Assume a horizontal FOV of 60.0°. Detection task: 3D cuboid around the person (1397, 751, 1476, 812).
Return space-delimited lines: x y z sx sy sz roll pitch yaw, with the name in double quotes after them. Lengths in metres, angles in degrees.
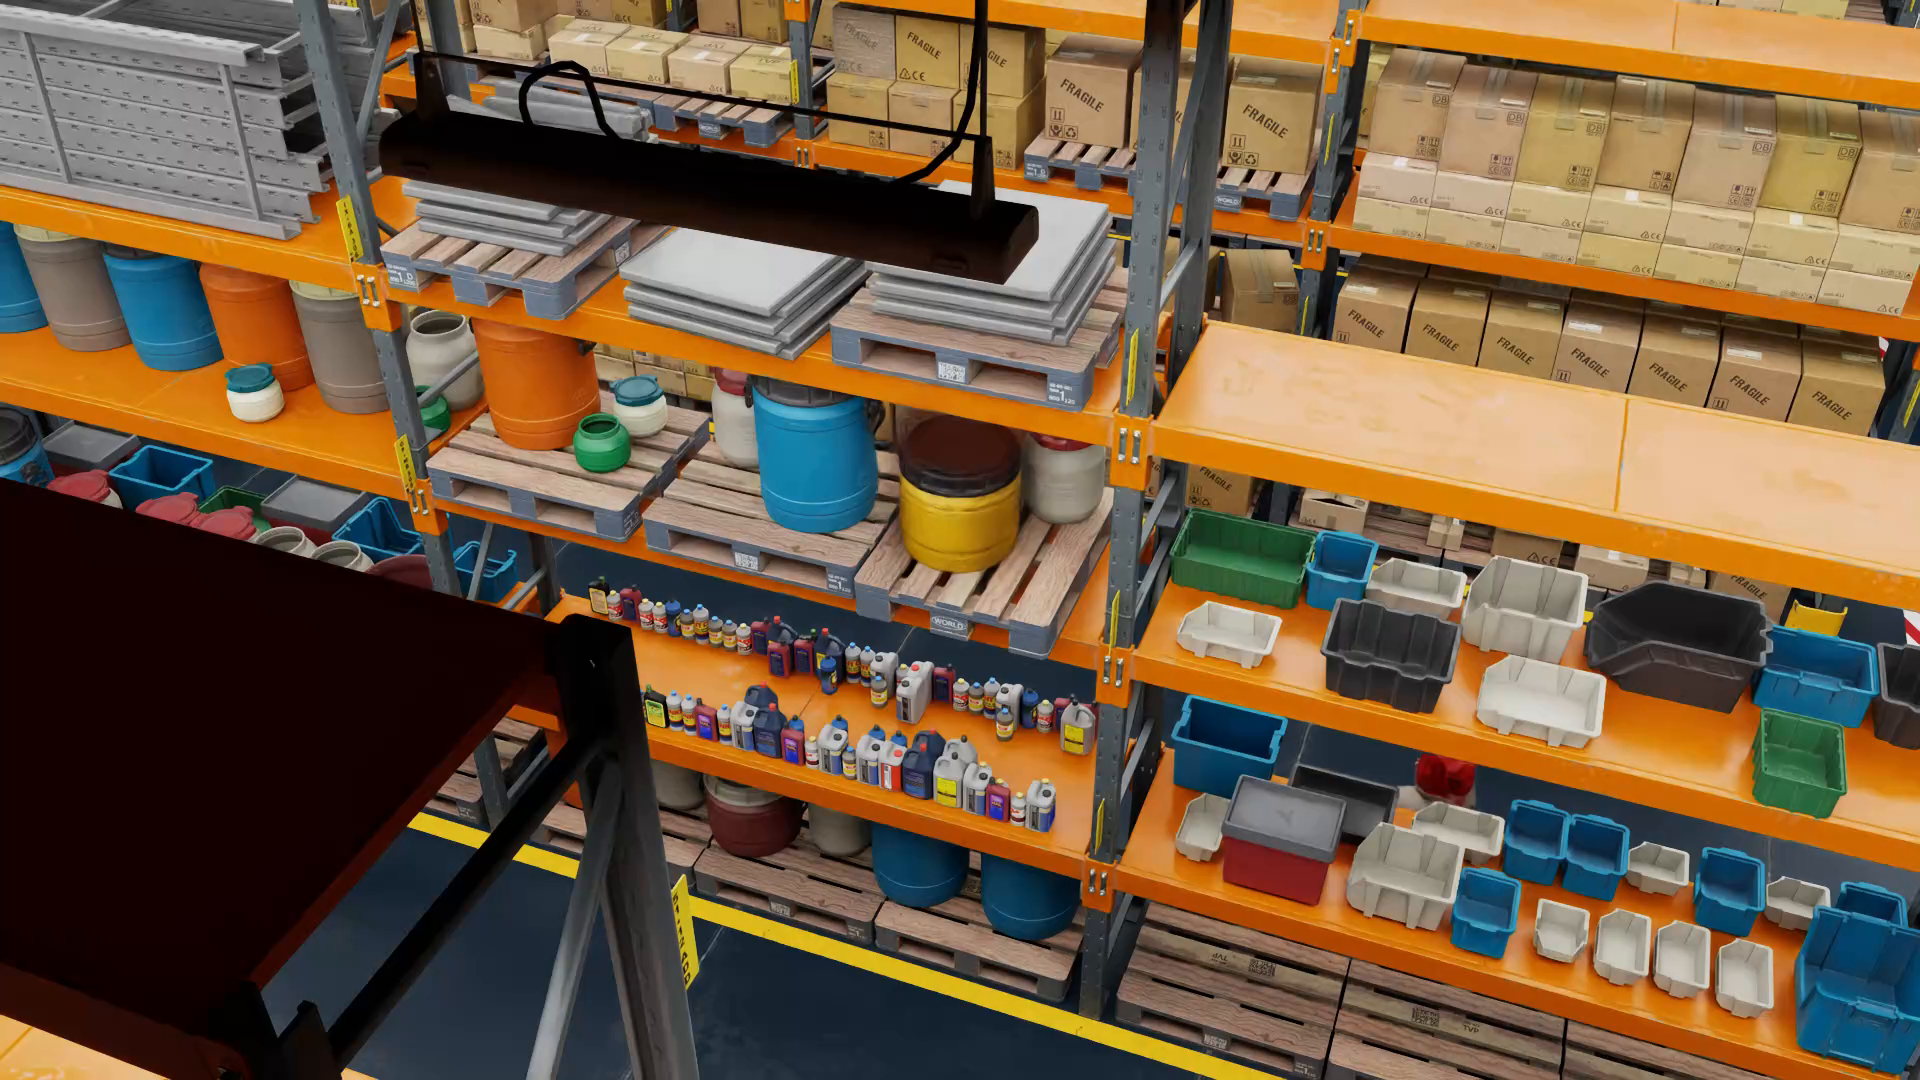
2.880 1.499 9.734 0.955 1.613 0.542 23 42 28 "person"
